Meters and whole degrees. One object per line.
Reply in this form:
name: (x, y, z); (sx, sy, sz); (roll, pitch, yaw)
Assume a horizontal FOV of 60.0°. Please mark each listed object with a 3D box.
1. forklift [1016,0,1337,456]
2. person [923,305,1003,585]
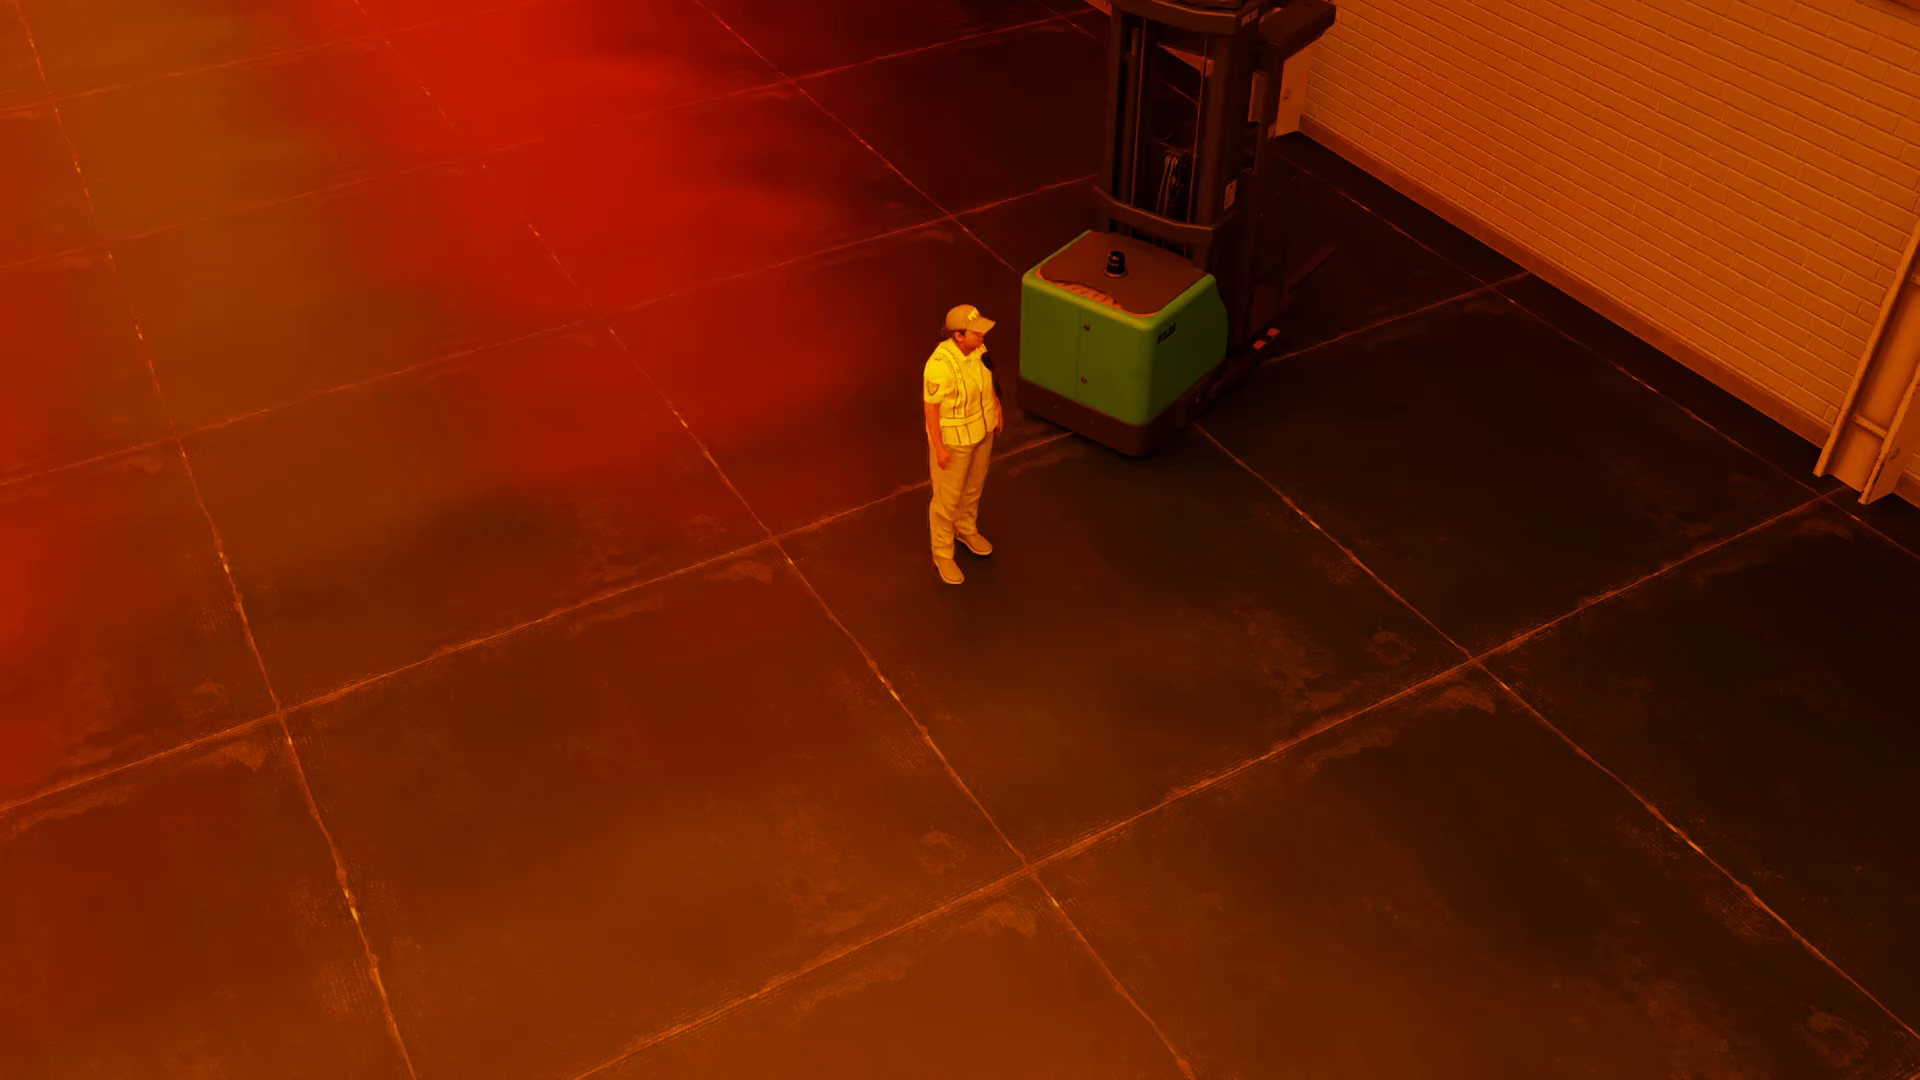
forklift: (1.685, -2.563, 11.126); (1.130, 2.935, 3.031); (26, 46, 28)
person: (0.014, -0.605, 9.758); (0.420, 1.673, 0.670); (25, 46, 27)
